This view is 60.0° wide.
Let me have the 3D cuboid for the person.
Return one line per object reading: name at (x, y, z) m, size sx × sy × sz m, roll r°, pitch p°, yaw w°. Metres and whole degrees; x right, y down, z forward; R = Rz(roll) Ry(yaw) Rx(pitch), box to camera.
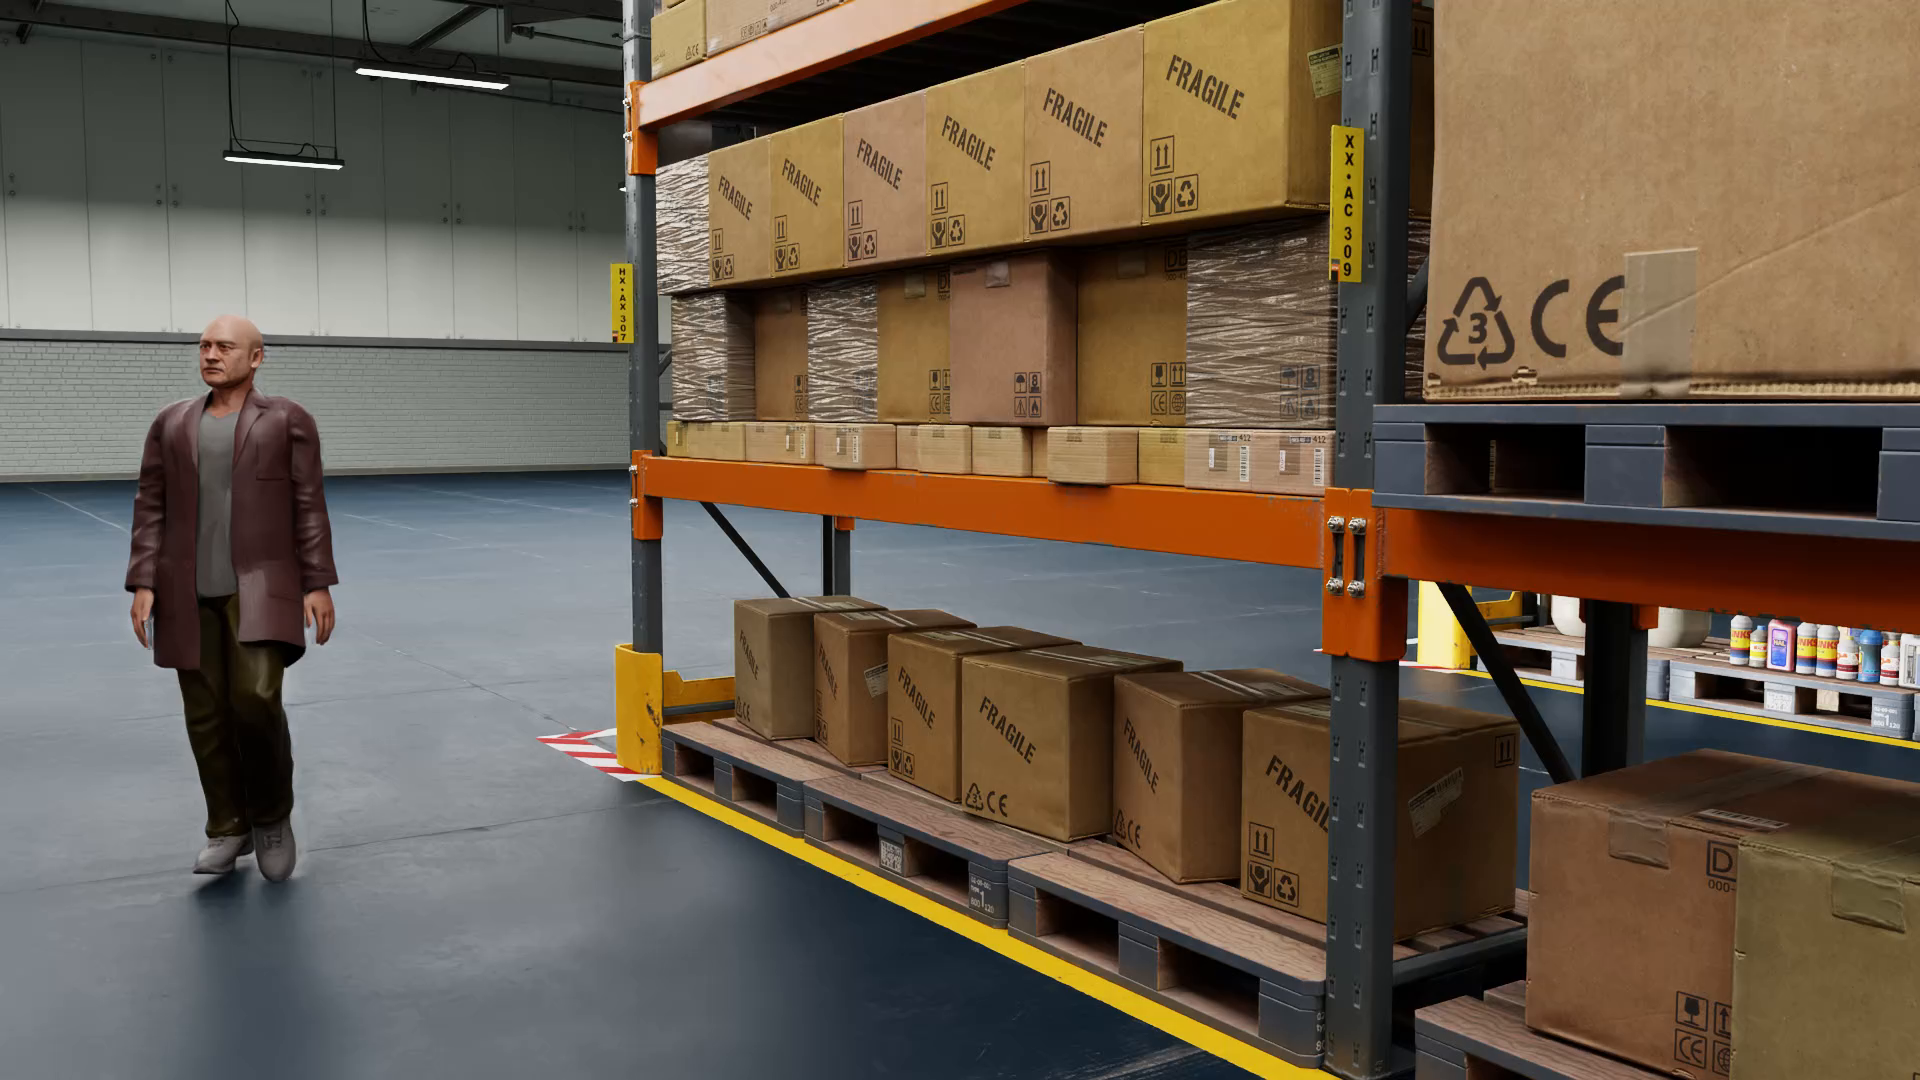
person at (-2.311, 0.211, 5.219) m, size 0.622 × 1.837 × 0.547 m, roll 0°, pitch 5°, yaw -4°
